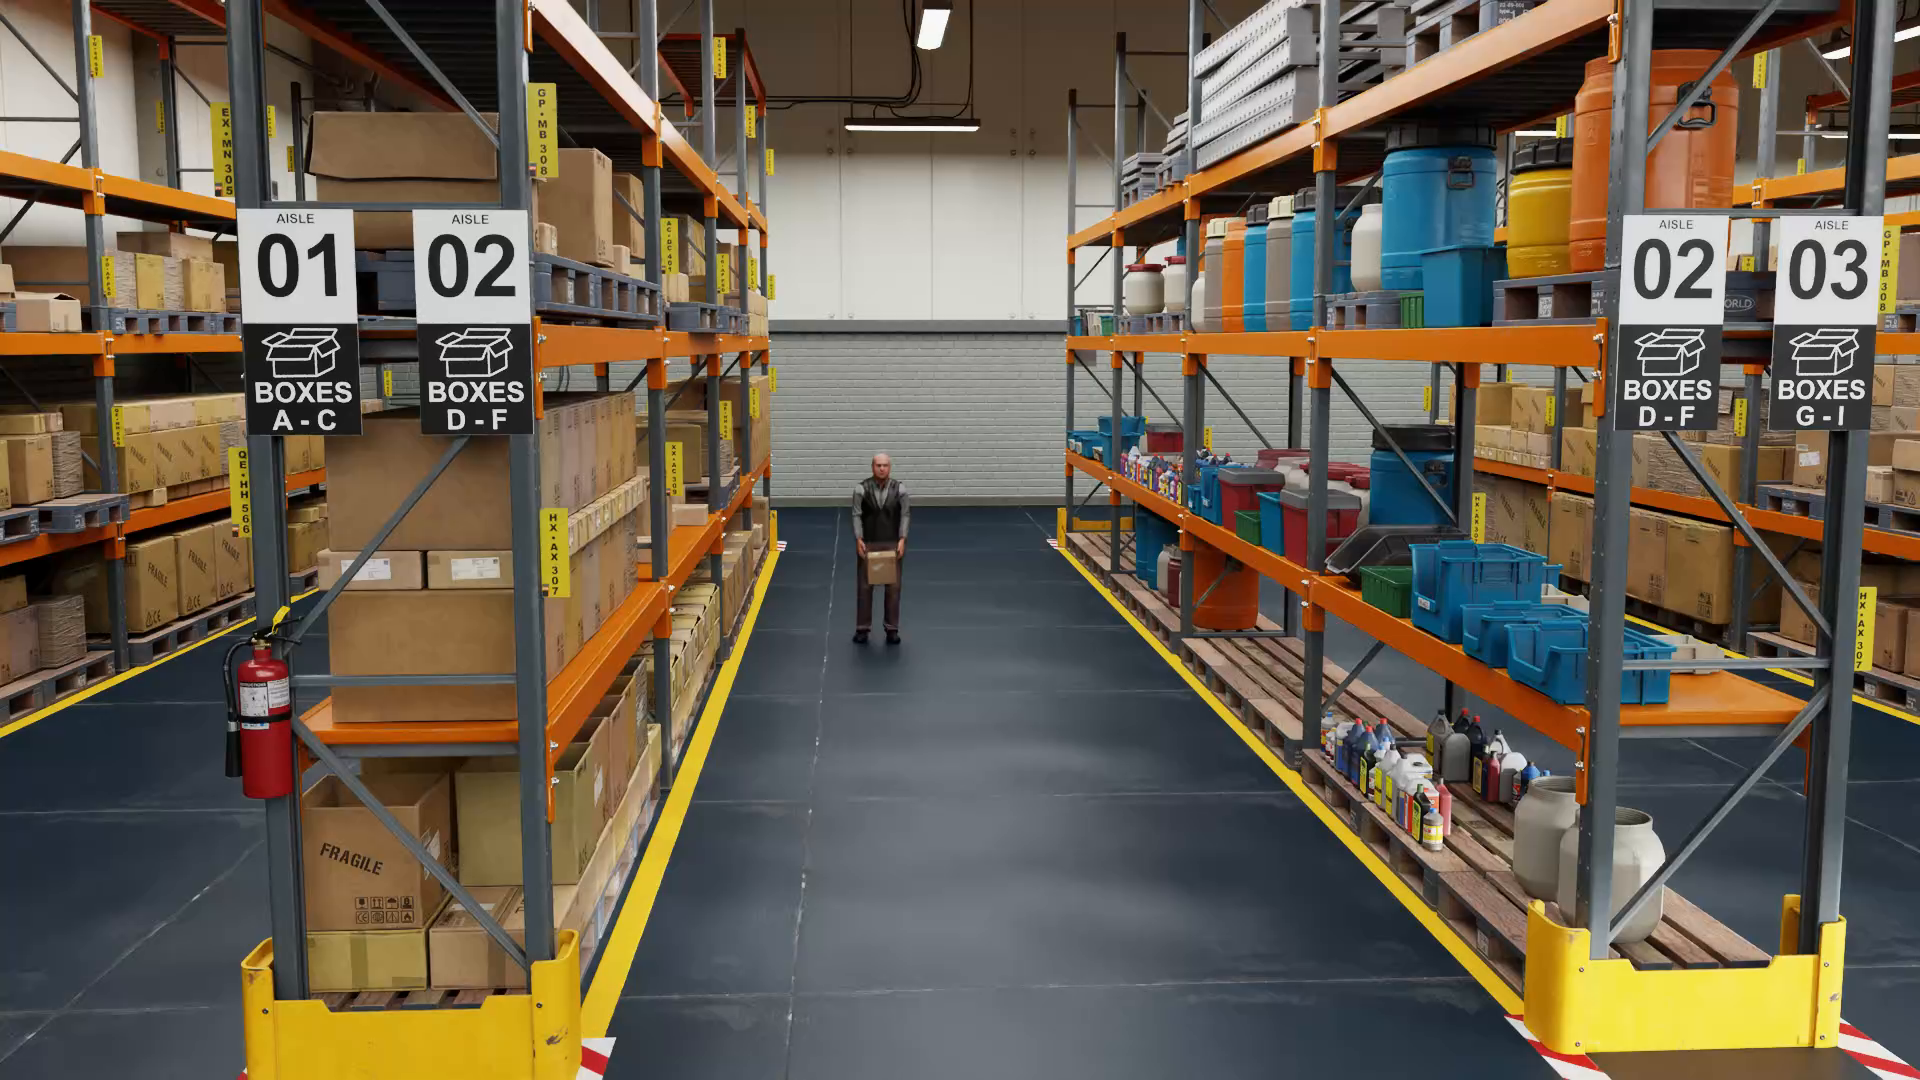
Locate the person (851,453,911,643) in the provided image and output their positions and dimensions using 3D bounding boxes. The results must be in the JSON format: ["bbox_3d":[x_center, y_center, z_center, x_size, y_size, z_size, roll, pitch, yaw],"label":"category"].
[{"bbox_3d":[-0.726,0.067,15.260,0.551,1.727,0.470,-1,7,-5],"label":"person"}]
